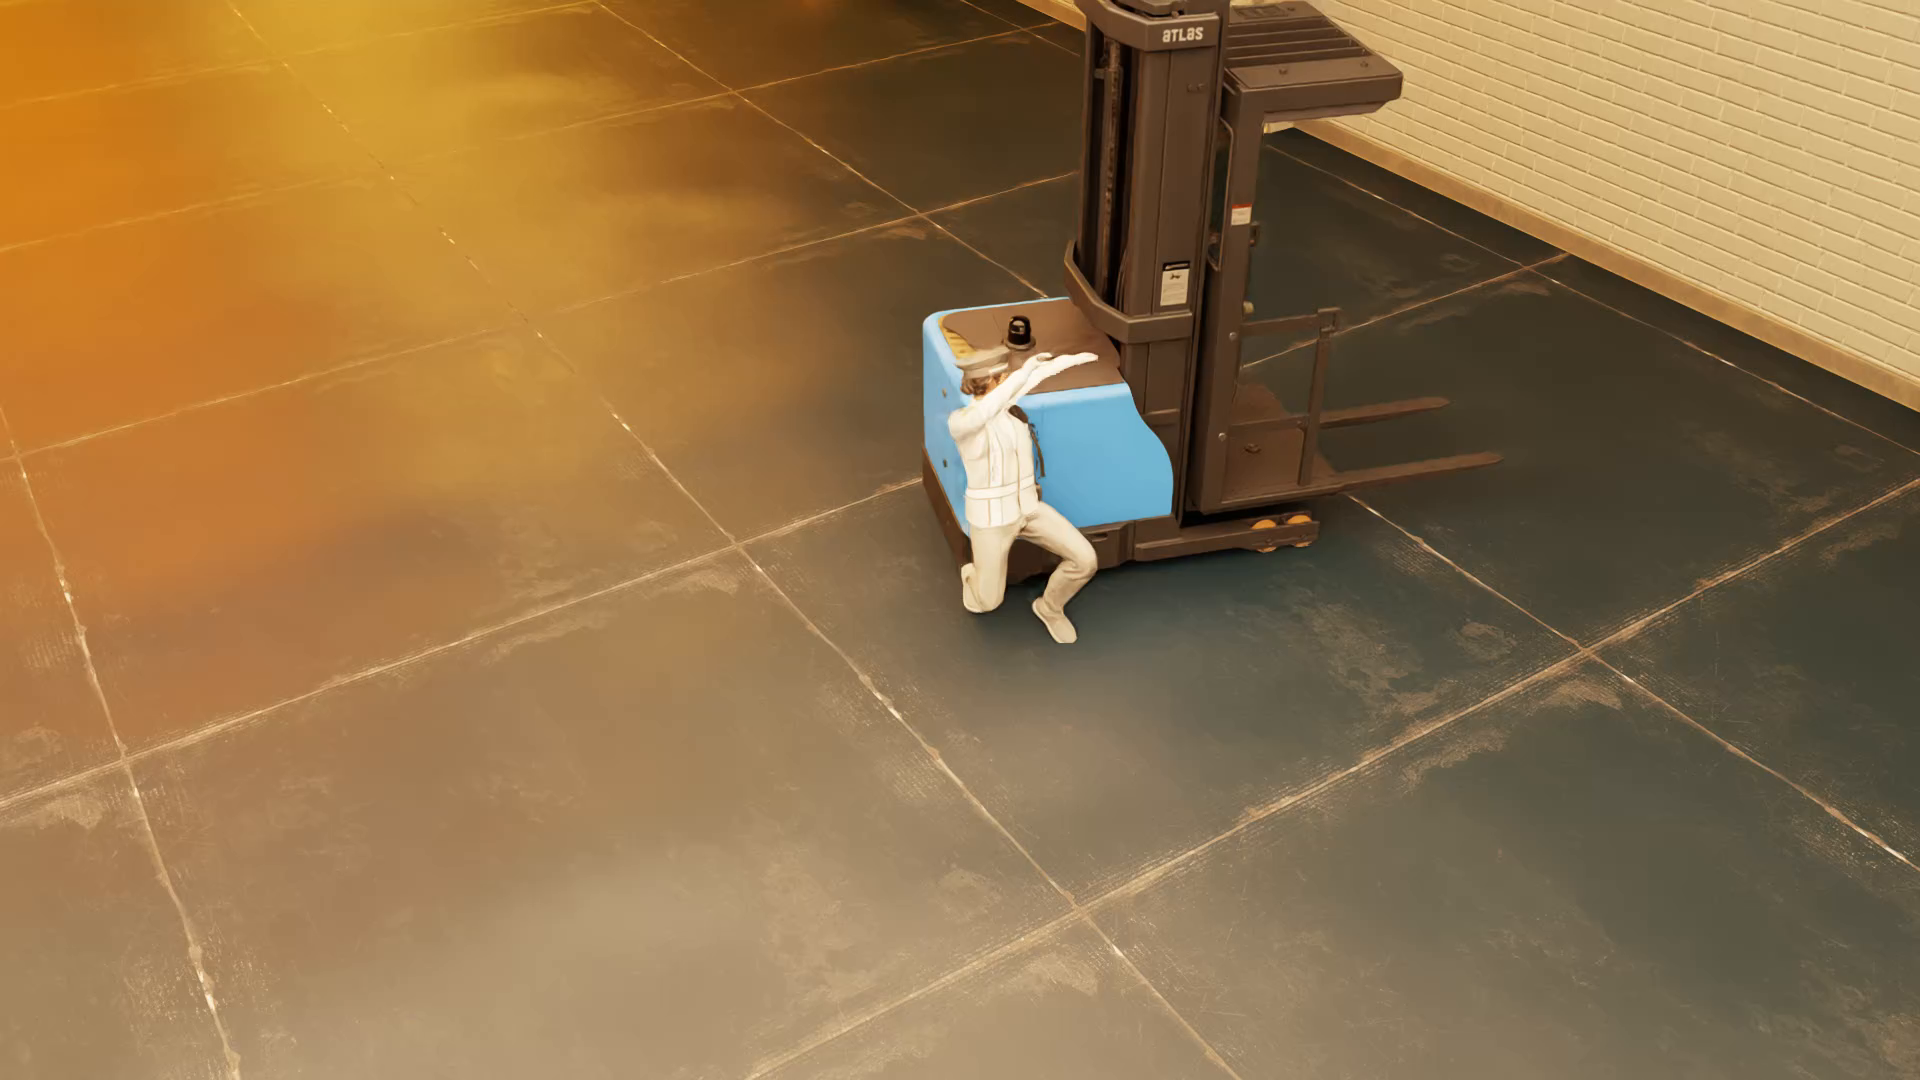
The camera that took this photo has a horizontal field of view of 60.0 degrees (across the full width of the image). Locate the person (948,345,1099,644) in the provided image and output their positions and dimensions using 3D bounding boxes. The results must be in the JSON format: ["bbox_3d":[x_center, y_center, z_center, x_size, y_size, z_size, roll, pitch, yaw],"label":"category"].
[{"bbox_3d":[0.456,-0.272,7.830,1.003,1.493,0.825,-25,42,-31],"label":"person"}]

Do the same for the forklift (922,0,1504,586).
[{"bbox_3d":[1.372,-1.423,8.172,3.031,2.935,1.130,-8,36,-12],"label":"forklift"}]
